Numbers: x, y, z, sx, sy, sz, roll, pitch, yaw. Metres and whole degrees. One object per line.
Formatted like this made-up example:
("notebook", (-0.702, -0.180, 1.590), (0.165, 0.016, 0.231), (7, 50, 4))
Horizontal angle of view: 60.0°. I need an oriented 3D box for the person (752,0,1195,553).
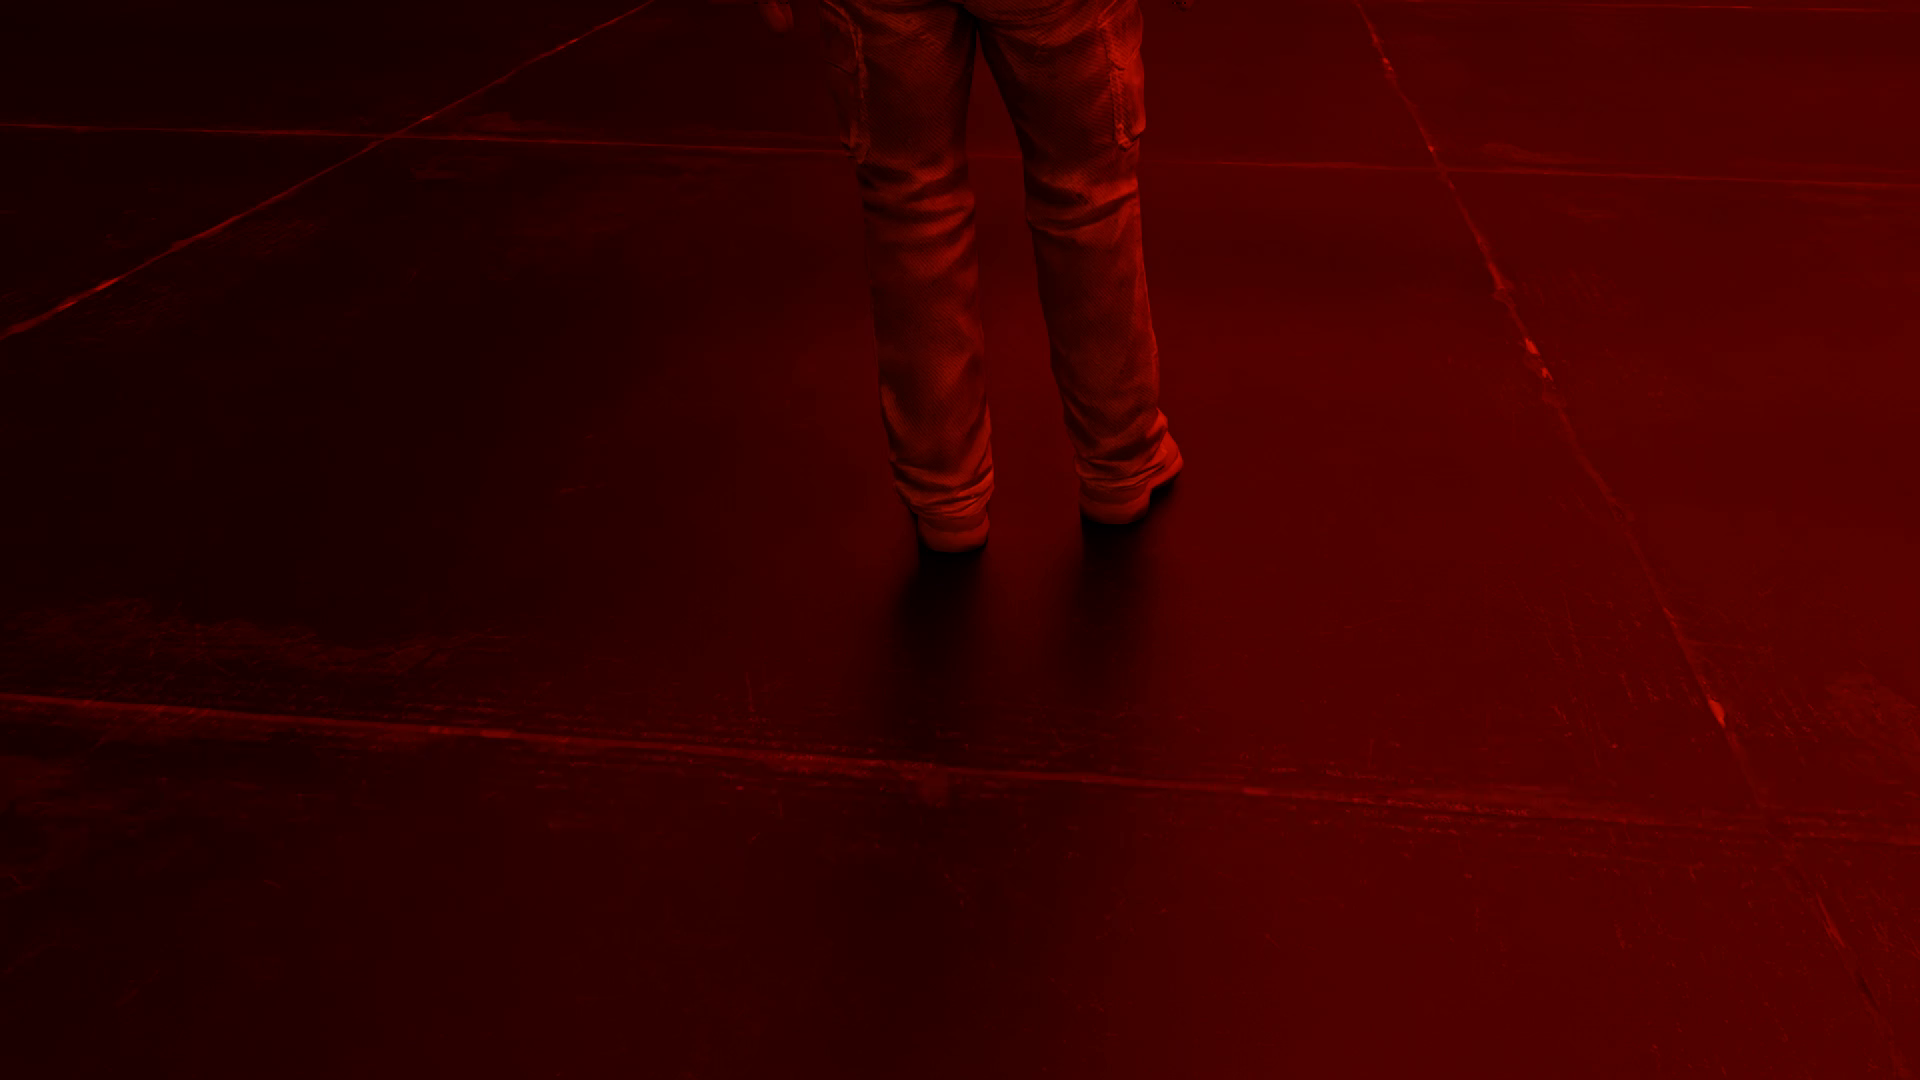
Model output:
("person", (0.017, -0.836, 2.162), (0.656, 1.784, 0.575), (3, 27, 7))
